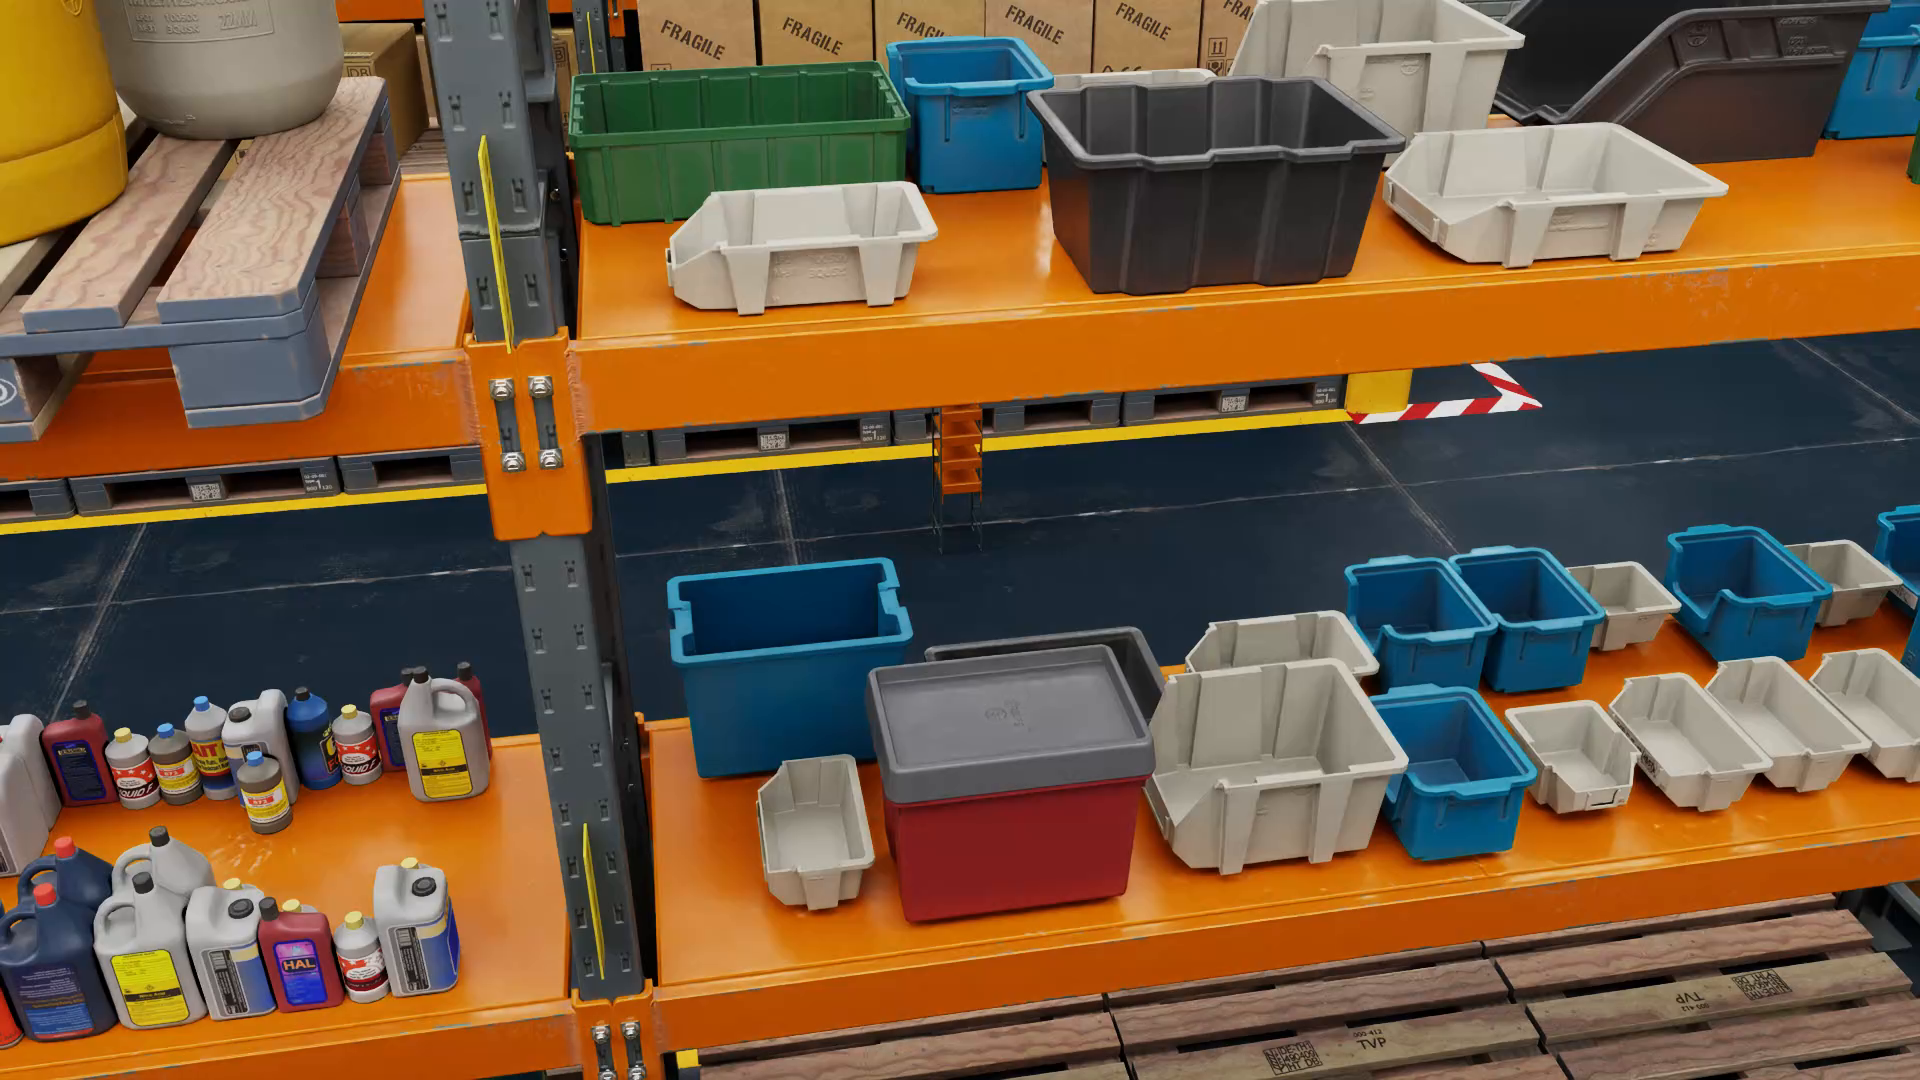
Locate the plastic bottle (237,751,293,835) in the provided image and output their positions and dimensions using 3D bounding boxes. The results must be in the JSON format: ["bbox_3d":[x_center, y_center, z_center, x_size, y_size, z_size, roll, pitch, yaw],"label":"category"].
[{"bbox_3d":[-1.665,0.595,3.975,0.097,0.201,0.097,0,30,0],"label":"plastic bottle"}]

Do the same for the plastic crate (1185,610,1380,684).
[{"bbox_3d":[0.836,0.342,4.410,0.466,0.136,0.293,-5,31,-9],"label":"plastic crate"}]

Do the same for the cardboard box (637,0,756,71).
[{"bbox_3d":[-1.197,-2.284,7.590,0.500,0.500,0.500,-5,31,-8],"label":"cardboard box"}]

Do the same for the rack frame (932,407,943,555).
[{"bbox_3d":[-0.104,-0.508,7.429,0.006,1.200,0.240,-5,31,-9],"label":"rack frame"}]

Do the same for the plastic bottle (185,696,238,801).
[{"bbox_3d":[-1.825,0.501,4.065,0.097,0.271,0.097,0,30,0],"label":"plastic bottle"}]

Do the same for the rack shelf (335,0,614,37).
[{"bbox_3d":[-4.574,-3.884,12.105,4.000,0.370,1.077,-5,31,-9],"label":"rack shelf"}]

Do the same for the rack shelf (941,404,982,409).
[{"bbox_3d":[-0.014,-0.684,7.344,0.180,0.103,0.258,-5,31,-9],"label":"rack shelf"}]

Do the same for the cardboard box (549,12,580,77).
[{"bbox_3d":[-3.223,-3.507,12.461,0.750,0.750,0.750,-5,31,-8],"label":"cardboard box"}]

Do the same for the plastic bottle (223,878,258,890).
[{"bbox_3d":[-1.552,0.819,3.594,0.097,0.201,0.097,0,30,0],"label":"plastic bottle"}]

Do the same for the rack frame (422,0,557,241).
[{"bbox_3d":[-0.822,-2.023,2.312,0.127,3.000,1.000,-5,31,-9],"label":"rack frame"}]

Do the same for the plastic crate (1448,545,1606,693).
[{"bbox_3d":[1.515,0.223,4.518,0.300,0.233,0.416,-5,31,-9],"label":"plastic crate"}]

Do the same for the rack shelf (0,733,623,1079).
[{"bbox_3d":[-2.790,1.056,3.705,4.000,0.370,1.077,-5,31,-9],"label":"rack shelf"}]

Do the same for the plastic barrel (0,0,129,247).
[{"bbox_3d":[-1.684,-0.808,2.605,0.600,0.588,0.600,0,30,0],"label":"plastic barrel"}]

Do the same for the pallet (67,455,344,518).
[{"bbox_3d":[-3.707,-0.499,8.390,1.213,0.211,1.003,-5,31,-9],"label":"pallet"}]

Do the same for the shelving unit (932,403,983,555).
[{"bbox_3d":[-0.014,-0.516,7.444,0.189,1.200,0.258,-5,31,-9],"label":"shelving unit"}]

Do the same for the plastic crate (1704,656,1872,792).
[{"bbox_3d":[2.055,0.470,4.193,0.243,0.136,0.396,-5,31,-9],"label":"plastic crate"}]

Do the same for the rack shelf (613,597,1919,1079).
[{"bbox_3d":[1.145,0.691,4.326,4.000,0.370,1.077,-5,31,-9],"label":"rack shelf"}]

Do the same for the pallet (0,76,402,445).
[{"bbox_3d":[-1.576,-0.528,2.916,1.003,0.211,1.213,-5,31,-9],"label":"pallet"}]

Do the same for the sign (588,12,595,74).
[{"bbox_3d":[-1.607,-2.130,7.270,0.005,0.325,0.100,-5,31,-9],"label":"sign"}]

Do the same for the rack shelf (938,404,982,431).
[{"bbox_3d":[-0.014,-0.581,7.405,0.180,0.103,0.258,-5,31,-9],"label":"rack shelf"}]

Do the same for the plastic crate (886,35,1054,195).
[{"bbox_3d":[0.016,-0.900,3.527,0.300,0.233,0.416,-5,31,-9],"label":"plastic crate"}]

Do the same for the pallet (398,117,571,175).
[{"bbox_3d":[-2.517,-1.806,8.051,1.213,0.211,1.003,-5,31,-9],"label":"pallet"}]

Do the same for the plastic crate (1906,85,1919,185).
[{"bbox_3d":[2.193,-0.771,3.352,0.336,0.188,0.450,-5,31,-9],"label":"plastic crate"}]

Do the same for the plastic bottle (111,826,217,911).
[{"bbox_3d":[-1.694,0.759,3.548,0.185,0.351,0.144,-5,31,-9],"label":"plastic bottle"}]

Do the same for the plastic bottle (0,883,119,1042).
[{"bbox_3d":[-1.849,0.848,3.397,0.185,0.351,0.144,-5,31,-9],"label":"plastic bottle"}]

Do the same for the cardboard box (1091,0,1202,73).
[{"bbox_3d":[0.830,-2.472,7.910,0.500,0.500,0.500,-4,31,-8],"label":"cardboard box"}]

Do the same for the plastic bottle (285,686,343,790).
[{"bbox_3d":[-1.597,0.480,4.101,0.097,0.271,0.097,0,30,0],"label":"plastic bottle"}]

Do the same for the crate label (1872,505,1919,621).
[{"bbox_3d":[2.810,0.103,4.722,0.303,0.233,0.416,-5,31,-9],"label":"crate label"}]

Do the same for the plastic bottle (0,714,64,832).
[{"bbox_3d":[-2.257,0.553,3.972,0.135,0.276,0.152,-5,31,-9],"label":"plastic bottle"}]

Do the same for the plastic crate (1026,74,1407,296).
[{"bbox_3d":[0.449,-0.650,3.066,0.590,0.269,0.497,-5,31,-9],"label":"plastic crate"}]

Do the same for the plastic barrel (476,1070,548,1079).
[{"bbox_3d":[-1.361,1.328,4.189,0.708,0.901,0.600,-5,31,-9],"label":"plastic barrel"}]

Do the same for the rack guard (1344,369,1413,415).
[{"bbox_3d":[2.149,-1.188,9.277,0.348,0.500,1.175,-5,31,-9],"label":"rack guard"}]

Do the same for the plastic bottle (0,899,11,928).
[{"bbox_3d":[-2.048,0.835,3.498,0.097,0.271,0.097,0,30,0],"label":"plastic bottle"}]

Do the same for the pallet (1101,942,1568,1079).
[{"bbox_3d":[1.097,1.566,4.879,1.213,0.211,1.003,-5,31,-9],"label":"pallet"}]

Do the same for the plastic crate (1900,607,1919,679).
[{"bbox_3d":[2.817,0.280,4.220,0.499,0.435,0.616,-5,31,-9],"label":"plastic crate"}]

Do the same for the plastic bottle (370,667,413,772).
[{"bbox_3d":[-1.391,0.446,4.147,0.133,0.283,0.061,-5,31,-9],"label":"plastic bottle"}]

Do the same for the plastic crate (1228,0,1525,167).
[{"bbox_3d":[0.877,-0.996,3.641,0.530,0.282,0.437,-5,31,-9],"label":"plastic crate"}]

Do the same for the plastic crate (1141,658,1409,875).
[{"bbox_3d":[0.713,0.541,3.929,0.530,0.282,0.437,-5,31,-9],"label":"plastic crate"}]

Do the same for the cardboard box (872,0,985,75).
[{"bbox_3d":[-0.184,-2.378,7.749,0.500,0.500,0.500,-6,31,-10],"label":"cardboard box"}]

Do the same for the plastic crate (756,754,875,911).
[{"bbox_3d":[-0.339,0.680,3.836,0.243,0.136,0.396,-5,31,-9],"label":"plastic crate"}]

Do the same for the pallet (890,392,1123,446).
[{"bbox_3d":[0.167,-0.880,9.039,1.213,0.211,1.003,-5,31,-9],"label":"pallet"}]

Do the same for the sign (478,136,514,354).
[{"bbox_3d":[-0.725,-0.459,2.604,0.005,0.325,0.100,-5,31,-9],"label":"sign"}]

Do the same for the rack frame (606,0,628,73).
[{"bbox_3d":[-2.607,-4.376,12.234,0.127,3.000,1.000,-5,31,-9],"label":"rack frame"}]

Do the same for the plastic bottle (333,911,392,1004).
[{"bbox_3d":[-1.261,0.870,3.507,0.097,0.201,0.097,0,30,0],"label":"plastic bottle"}]

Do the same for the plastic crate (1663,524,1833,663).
[{"bbox_3d":[2.163,0.163,4.620,0.300,0.233,0.416,-5,31,-9],"label":"plastic crate"}]

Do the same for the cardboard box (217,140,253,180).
[{"bbox_3d":[-3.438,-1.939,7.575,0.500,0.500,0.700,-13,33,-21],"label":"cardboard box"}]

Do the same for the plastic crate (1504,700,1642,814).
[{"bbox_3d":[1.498,0.544,4.067,0.250,0.136,0.298,-5,31,-9],"label":"plastic crate"}]

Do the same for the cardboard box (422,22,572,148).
[{"bbox_3d":[-2.217,-2.199,8.018,0.500,0.500,0.700,-16,34,-25],"label":"cardboard box"}]

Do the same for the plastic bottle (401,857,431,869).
[{"bbox_3d":[-1.193,0.785,3.651,0.097,0.201,0.097,0,30,0],"label":"plastic bottle"}]

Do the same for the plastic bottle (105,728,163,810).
[{"bbox_3d":[-2.017,0.549,4.053,0.097,0.201,0.097,0,30,0],"label":"plastic bottle"}]

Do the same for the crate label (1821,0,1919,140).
[{"bbox_3d":[2.147,-1.108,3.862,0.502,0.251,0.408,-5,31,-9],"label":"crate label"}]

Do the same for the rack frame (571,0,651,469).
[{"bbox_3d":[-1.711,-1.907,8.034,0.127,3.000,1.000,-5,31,-9],"label":"rack frame"}]

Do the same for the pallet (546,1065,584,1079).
[{"bbox_3d":[-1.589,1.815,4.455,1.213,0.211,1.003,-5,31,-9],"label":"pallet"}]

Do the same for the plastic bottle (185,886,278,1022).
[{"bbox_3d":[-1.511,0.847,3.473,0.135,0.276,0.152,-5,31,-9],"label":"plastic bottle"}]
